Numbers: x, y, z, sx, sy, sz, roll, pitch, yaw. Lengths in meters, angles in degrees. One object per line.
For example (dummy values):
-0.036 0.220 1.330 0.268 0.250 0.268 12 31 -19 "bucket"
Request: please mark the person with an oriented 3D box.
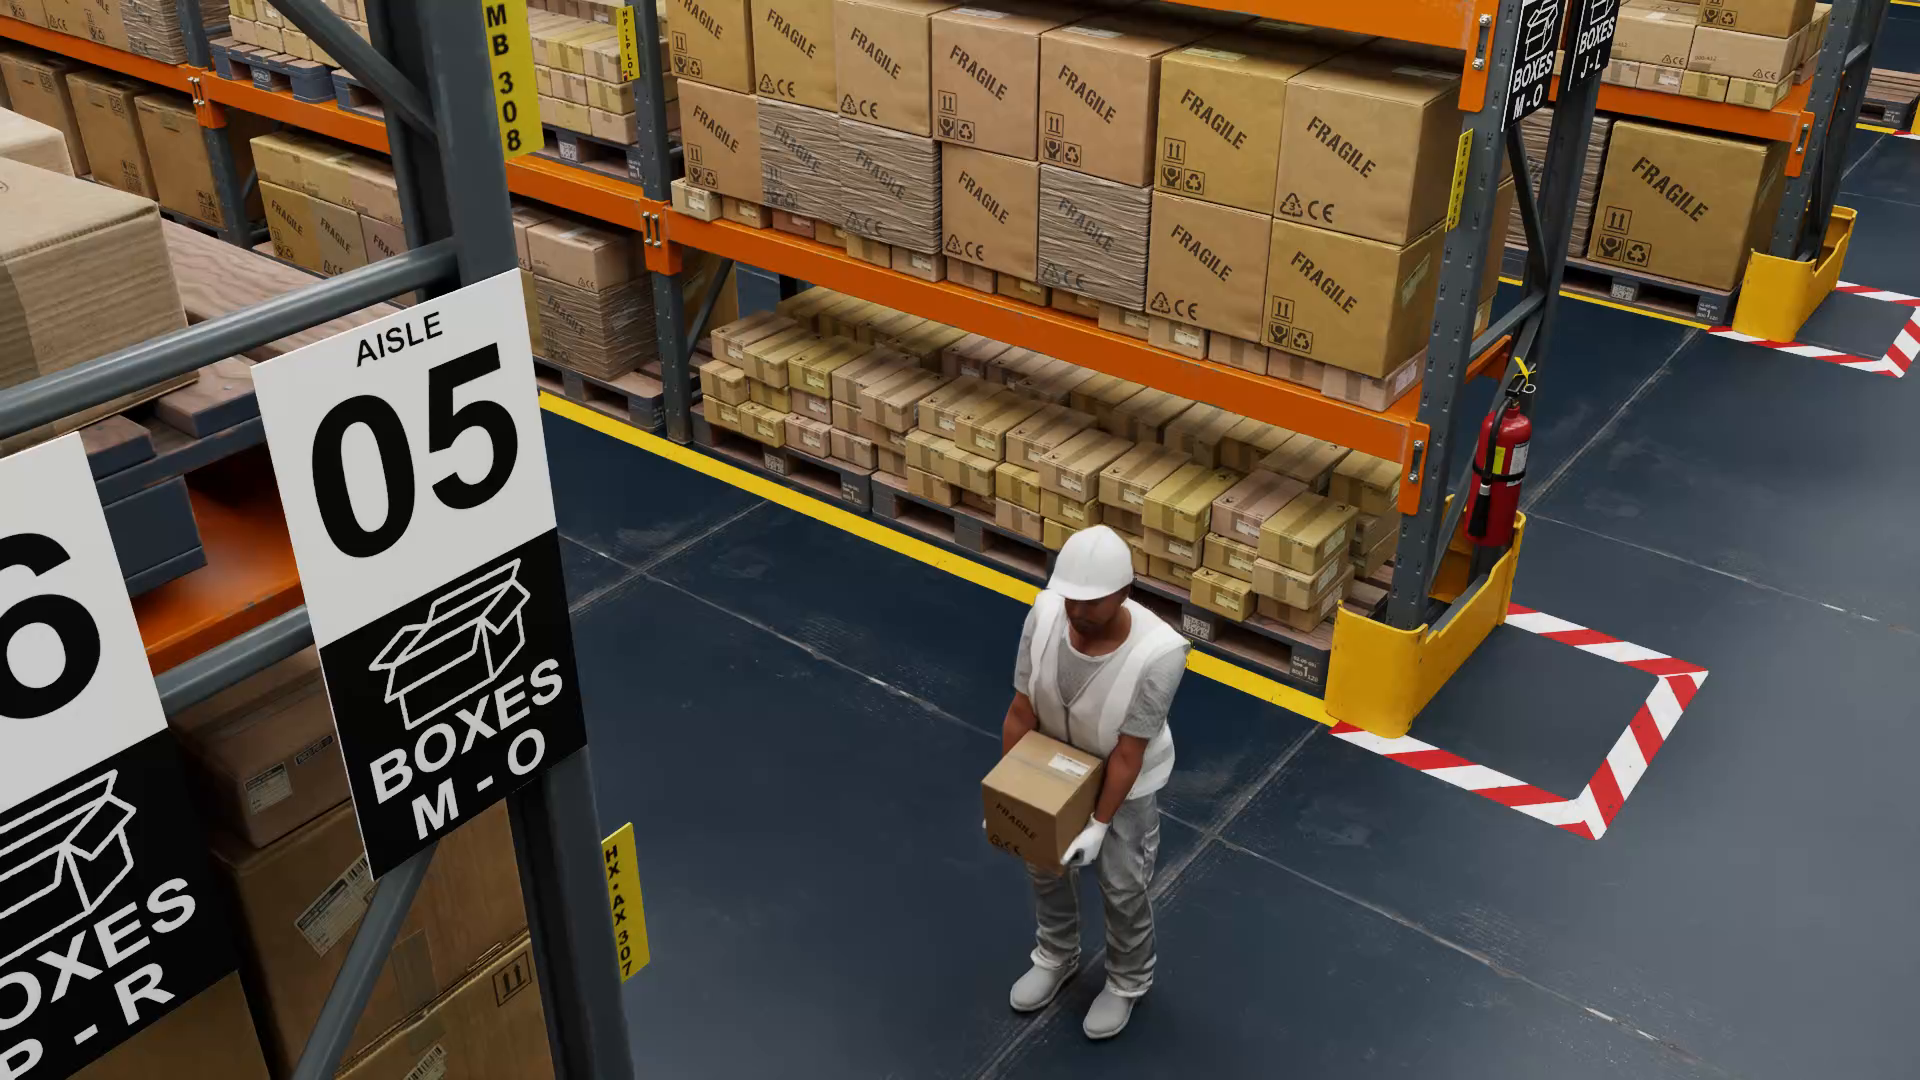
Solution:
0.365 0.736 4.881 0.490 1.770 0.597 20 36 31 "person"
